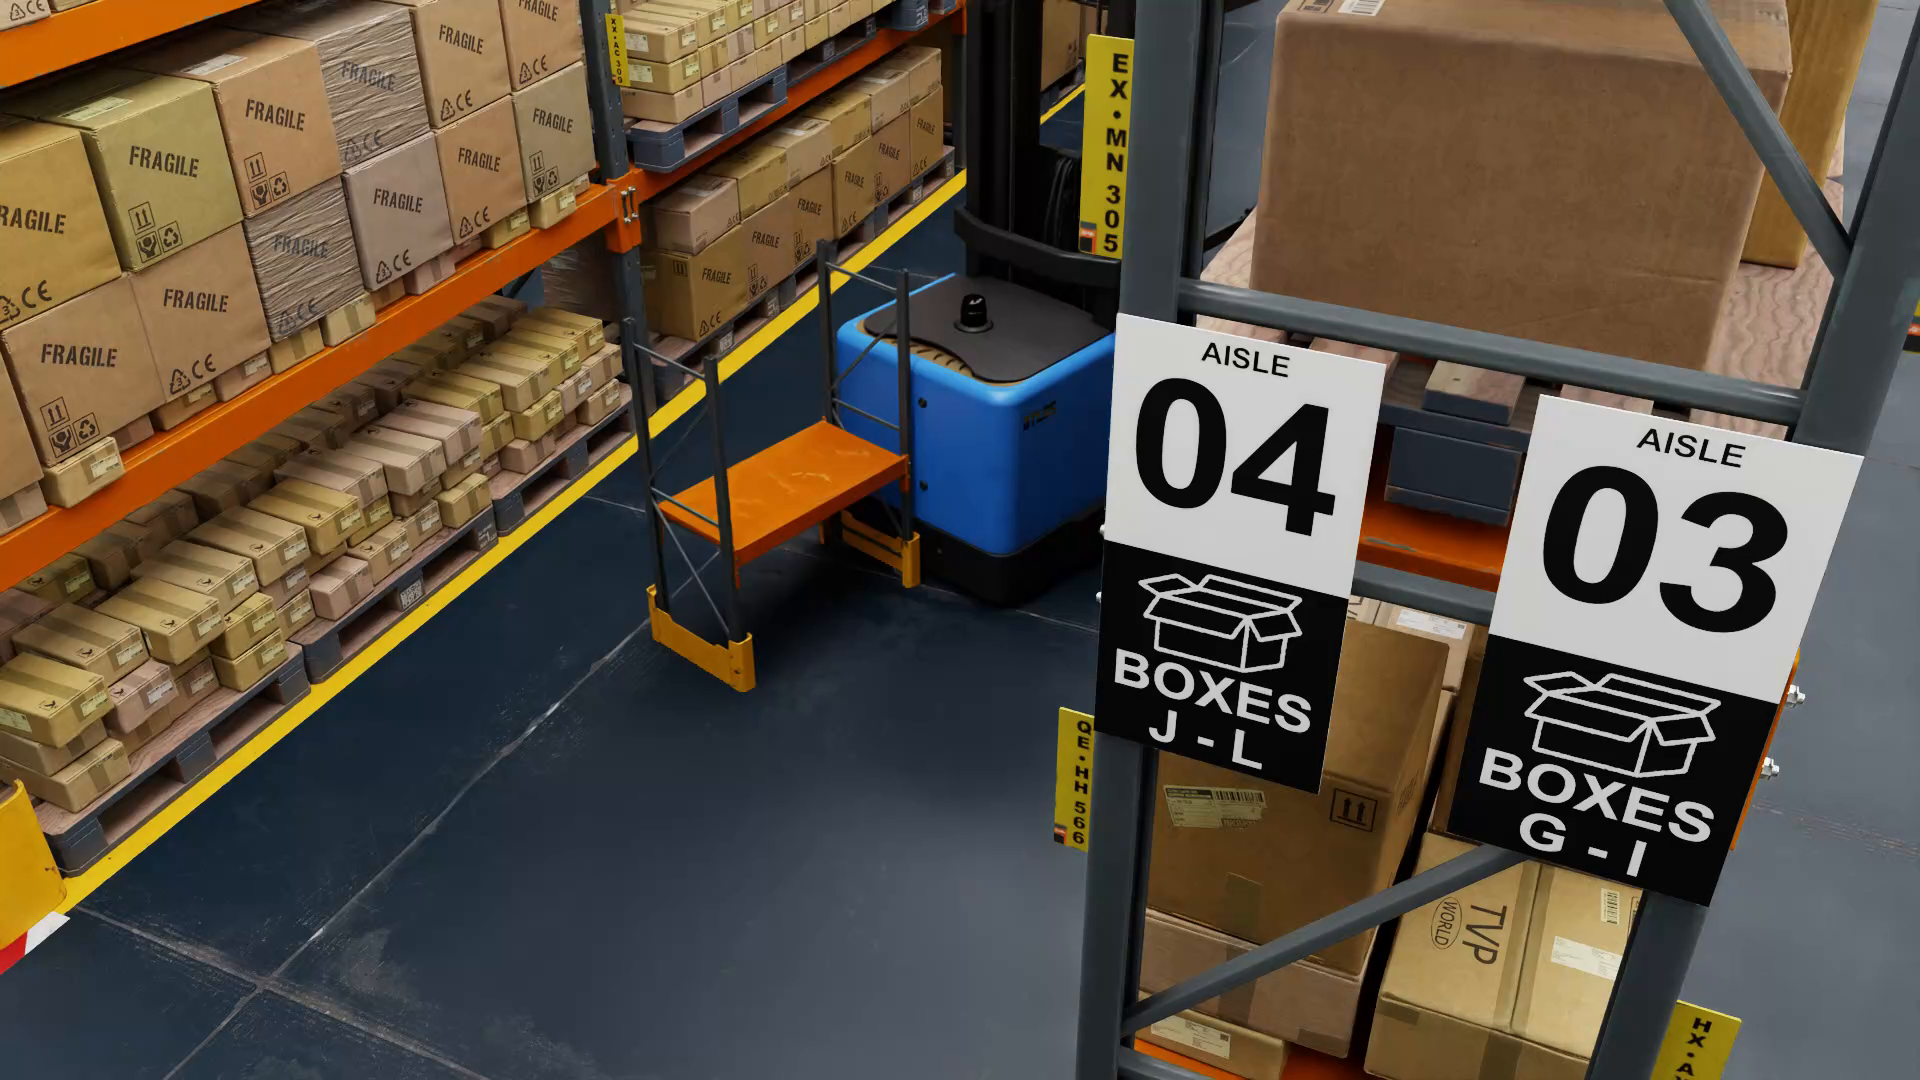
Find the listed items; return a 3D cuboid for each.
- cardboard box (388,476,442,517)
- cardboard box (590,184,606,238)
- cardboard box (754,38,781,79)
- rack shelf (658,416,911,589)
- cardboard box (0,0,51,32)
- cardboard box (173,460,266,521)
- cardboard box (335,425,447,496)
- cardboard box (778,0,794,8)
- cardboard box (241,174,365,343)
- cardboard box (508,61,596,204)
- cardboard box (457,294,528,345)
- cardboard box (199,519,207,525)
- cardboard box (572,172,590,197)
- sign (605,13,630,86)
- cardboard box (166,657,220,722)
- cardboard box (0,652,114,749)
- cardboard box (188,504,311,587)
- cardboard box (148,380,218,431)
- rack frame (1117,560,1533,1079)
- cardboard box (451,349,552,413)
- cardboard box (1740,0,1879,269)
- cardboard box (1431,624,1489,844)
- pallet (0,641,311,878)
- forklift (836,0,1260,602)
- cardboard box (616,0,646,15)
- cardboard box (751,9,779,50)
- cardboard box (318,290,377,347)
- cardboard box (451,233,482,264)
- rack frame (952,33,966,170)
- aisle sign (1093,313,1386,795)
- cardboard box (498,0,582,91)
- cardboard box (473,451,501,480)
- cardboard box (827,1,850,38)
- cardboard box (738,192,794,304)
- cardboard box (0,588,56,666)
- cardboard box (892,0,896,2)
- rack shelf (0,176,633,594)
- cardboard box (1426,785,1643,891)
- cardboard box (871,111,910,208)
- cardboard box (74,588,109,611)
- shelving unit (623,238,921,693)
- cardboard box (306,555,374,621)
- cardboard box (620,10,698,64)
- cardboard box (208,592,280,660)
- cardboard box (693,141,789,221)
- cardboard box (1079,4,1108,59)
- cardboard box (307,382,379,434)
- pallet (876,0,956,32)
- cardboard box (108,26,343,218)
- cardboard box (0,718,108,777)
[{"bbox_3d":[-2.532,-0.258,7.353,0.380,0.149,0.250,12,35,18],"label":"cardboard box"},{"bbox_3d":[-1.996,-1.890,9.110,0.500,0.250,0.500,13,36,19],"label":"cardboard box"},{"bbox_3d":[-1.170,-2.567,8.775,0.380,0.149,0.250,15,36,21],"label":"cardboard box"},{"bbox_3d":[-0.740,-0.178,6.982,0.538,0.185,1.000,26,41,34],"label":"rack shelf"},{"bbox_3d":[-3.107,-1.643,4.922,0.500,0.250,0.500,15,36,22],"label":"cardboard box"},{"bbox_3d":[-3.171,-0.216,7.019,0.380,0.149,0.250,13,35,19],"label":"cardboard box"},{"bbox_3d":[-2.469,-0.346,7.217,0.380,0.149,0.250,13,35,19],"label":"cardboard box"},{"bbox_3d":[-1.061,-2.946,8.811,0.380,0.149,0.250,14,36,20],"label":"cardboard box"},{"bbox_3d":[-2.688,-1.120,6.361,0.500,0.500,0.500,13,36,19],"label":"cardboard box"},{"bbox_3d":[-2.023,-1.878,7.516,0.500,0.500,0.500,14,36,21],"label":"cardboard box"},{"bbox_3d":[-2.410,-1.126,8.405,0.380,0.149,0.250,16,36,22],"label":"cardboard box"},{"bbox_3d":[-3.245,-0.105,7.120,0.380,0.149,0.250,16,37,23],"label":"cardboard box"},{"bbox_3d":[-1.985,-1.716,7.861,0.380,0.149,0.250,14,36,20],"label":"cardboard box"},{"bbox_3d":[-1.582,-2.259,7.670,0.100,0.325,0.005,14,36,20],"label":"sign"},{"bbox_3d":[-3.108,0.529,6.424,0.380,0.149,0.250,15,36,21],"label":"cardboard box"},{"bbox_3d":[-3.223,0.560,5.836,0.380,0.149,0.250,13,35,18],"label":"cardboard box"},{"bbox_3d":[-2.842,0.020,6.658,0.380,0.149,0.250,16,36,22],"label":"cardboard box"},{"bbox_3d":[-2.968,-0.554,6.089,0.380,0.149,0.250,14,36,20],"label":"cardboard box"},{"bbox_3d":[0.708,1.162,3.242,0.949,2.616,0.053,14,36,20],"label":"rack frame"},{"bbox_3d":[-2.159,-0.751,7.834,0.380,0.149,0.250,14,36,20],"label":"cardboard box"},{"bbox_3d":[1.225,-0.875,3.047,0.700,0.500,0.500,13,35,19],"label":"cardboard box"},{"bbox_3d":[1.367,0.362,3.645,0.500,0.500,0.500,13,36,19],"label":"cardboard box"},{"bbox_3d":[-3.347,0.706,6.480,1.003,0.211,1.213,14,36,20],"label":"pallet"},{"bbox_3d":[0.800,-1.683,7.644,1.130,2.935,3.031,26,41,34],"label":"forklift"},{"bbox_3d":[-1.866,-2.844,8.655,0.380,0.149,0.250,13,35,19],"label":"cardboard box"},{"bbox_3d":[-1.173,-2.691,8.693,0.380,0.149,0.250,13,35,18],"label":"cardboard box"},{"bbox_3d":[-2.573,-0.921,6.649,0.380,0.149,0.250,15,36,21],"label":"cardboard box"},{"bbox_3d":[-2.330,-1.331,7.274,0.380,0.149,0.250,13,35,19],"label":"cardboard box"},{"bbox_3d":[-0.404,-4.010,11.129,1.000,3.000,0.127,14,36,20],"label":"rack frame"},{"bbox_3d":[0.409,0.043,2.578,0.394,0.787,0.004,14,36,20],"label":"aisle sign"},{"bbox_3d":[-2.029,-2.306,7.256,0.500,0.500,0.500,13,35,19],"label":"cardboard box"},{"bbox_3d":[-2.390,-0.367,7.792,0.380,0.149,0.250,13,36,19],"label":"cardboard box"},{"bbox_3d":[-0.845,-2.955,9.367,0.380,0.149,0.250,13,35,18],"label":"cardboard box"},{"bbox_3d":[-1.308,-1.719,9.532,0.500,0.500,0.500,16,36,23],"label":"cardboard box"},{"bbox_3d":[-3.603,0.309,6.218,0.380,0.149,0.250,15,36,21],"label":"cardboard box"},{"bbox_3d":[-0.513,-3.354,9.976,0.380,0.149,0.250,14,36,20],"label":"cardboard box"},{"bbox_3d":[-2.914,-0.721,6.769,1.077,0.370,4.000,14,36,20],"label":"rack shelf"},{"bbox_3d":[1.369,0.664,3.868,0.500,0.250,0.500,14,36,20],"label":"cardboard box"},{"bbox_3d":[-0.663,-2.494,10.715,0.500,0.500,0.500,16,36,22],"label":"cardboard box"},{"bbox_3d":[-3.574,0.279,6.534,0.380,0.149,0.250,13,35,19],"label":"cardboard box"},{"bbox_3d":[-0.746,-0.325,6.878,0.587,1.500,1.083,26,41,34],"label":"shelving unit"},{"bbox_3d":[-2.699,0.174,6.966,0.380,0.149,0.250,12,35,18],"label":"cardboard box"},{"bbox_3d":[-1.495,-2.427,8.020,0.380,0.149,0.250,16,37,23],"label":"cardboard box"},{"bbox_3d":[-2.905,0.296,6.508,0.380,0.149,0.250,15,36,22],"label":"cardboard box"},{"bbox_3d":[-1.308,-2.035,9.330,0.500,0.250,0.500,15,36,22],"label":"cardboard box"},{"bbox_3d":[0.684,-4.427,13.435,1.050,0.750,0.750,14,36,20],"label":"cardboard box"},{"bbox_3d":[-2.909,-0.622,7.637,0.380,0.149,0.250,15,36,21],"label":"cardboard box"},{"bbox_3d":[-0.606,-3.550,10.603,1.213,0.211,1.003,14,36,20],"label":"pallet"},{"bbox_3d":[-2.669,-1.534,6.079,0.500,0.500,0.500,13,35,19],"label":"cardboard box"},{"bbox_3d":[-3.299,0.665,5.946,0.380,0.149,0.250,16,36,22],"label":"cardboard box"}]
